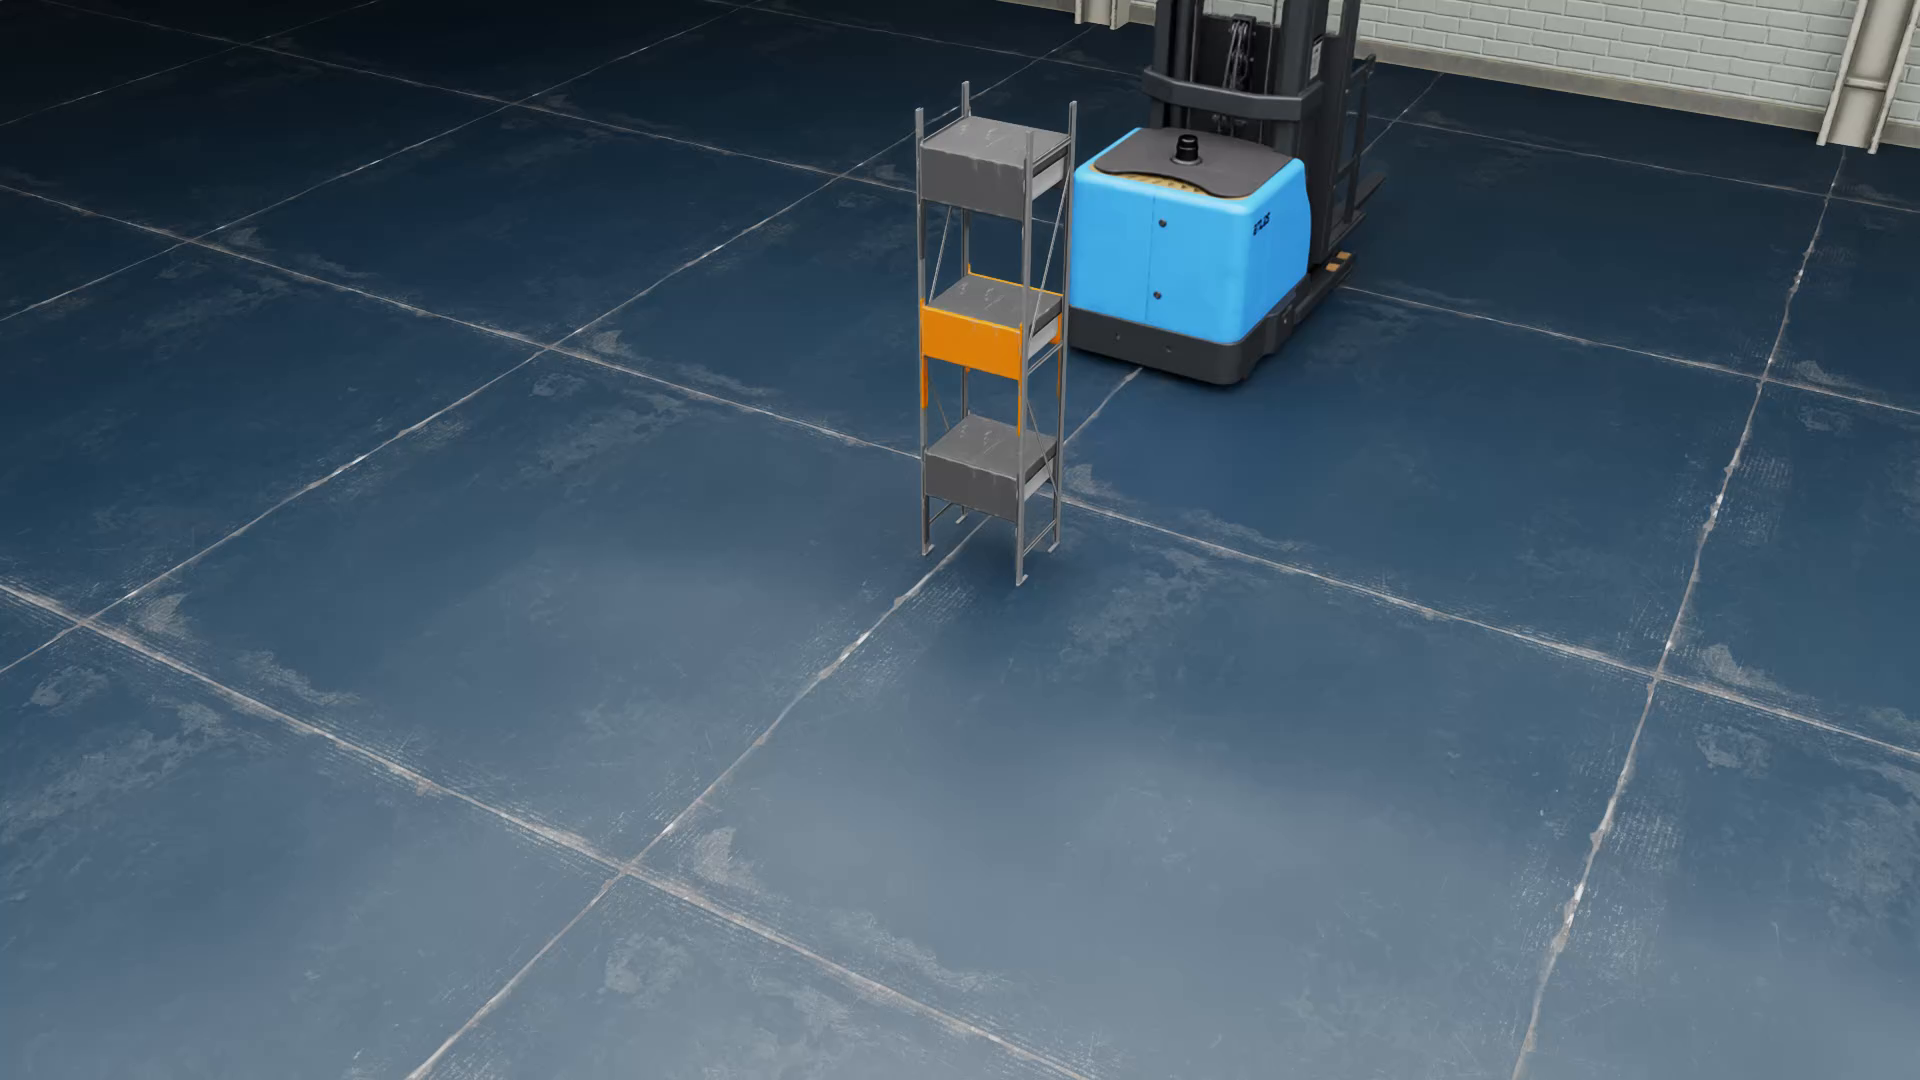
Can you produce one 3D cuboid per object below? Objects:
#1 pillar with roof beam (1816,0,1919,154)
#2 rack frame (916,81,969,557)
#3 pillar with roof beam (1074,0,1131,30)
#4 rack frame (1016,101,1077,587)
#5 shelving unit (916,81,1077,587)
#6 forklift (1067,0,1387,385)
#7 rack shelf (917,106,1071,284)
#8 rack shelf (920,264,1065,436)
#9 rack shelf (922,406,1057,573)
[{"bbox_3d":[4.320,-4.563,6.484,0.400,9.000,9.100,18,37,24],"label":"pillar with roof beam"},{"bbox_3d":[-0.068,-0.896,7.200,0.015,2.100,0.400,18,37,24],"label":"rack frame"},{"bbox_3d":[-0.889,-6.214,8.962,0.400,9.000,9.100,18,37,24],"label":"pillar with roof beam"},{"bbox_3d":[0.356,-0.761,6.999,0.015,2.100,0.400,18,37,24],"label":"rack frame"},{"bbox_3d":[0.144,-0.828,7.100,0.503,2.100,0.431,18,37,24],"label":"shelving unit"},{"bbox_3d":[1.762,-2.835,9.363,1.130,2.935,3.031,18,38,25],"label":"forklift"},{"bbox_3d":[0.144,-1.400,6.719,0.480,0.518,0.431,18,37,24],"label":"rack shelf"},{"bbox_3d":[0.144,-0.817,7.107,0.480,0.518,0.431,18,37,24],"label":"rack shelf"},{"bbox_3d":[0.144,-0.234,7.495,0.480,0.518,0.431,18,37,24],"label":"rack shelf"}]
